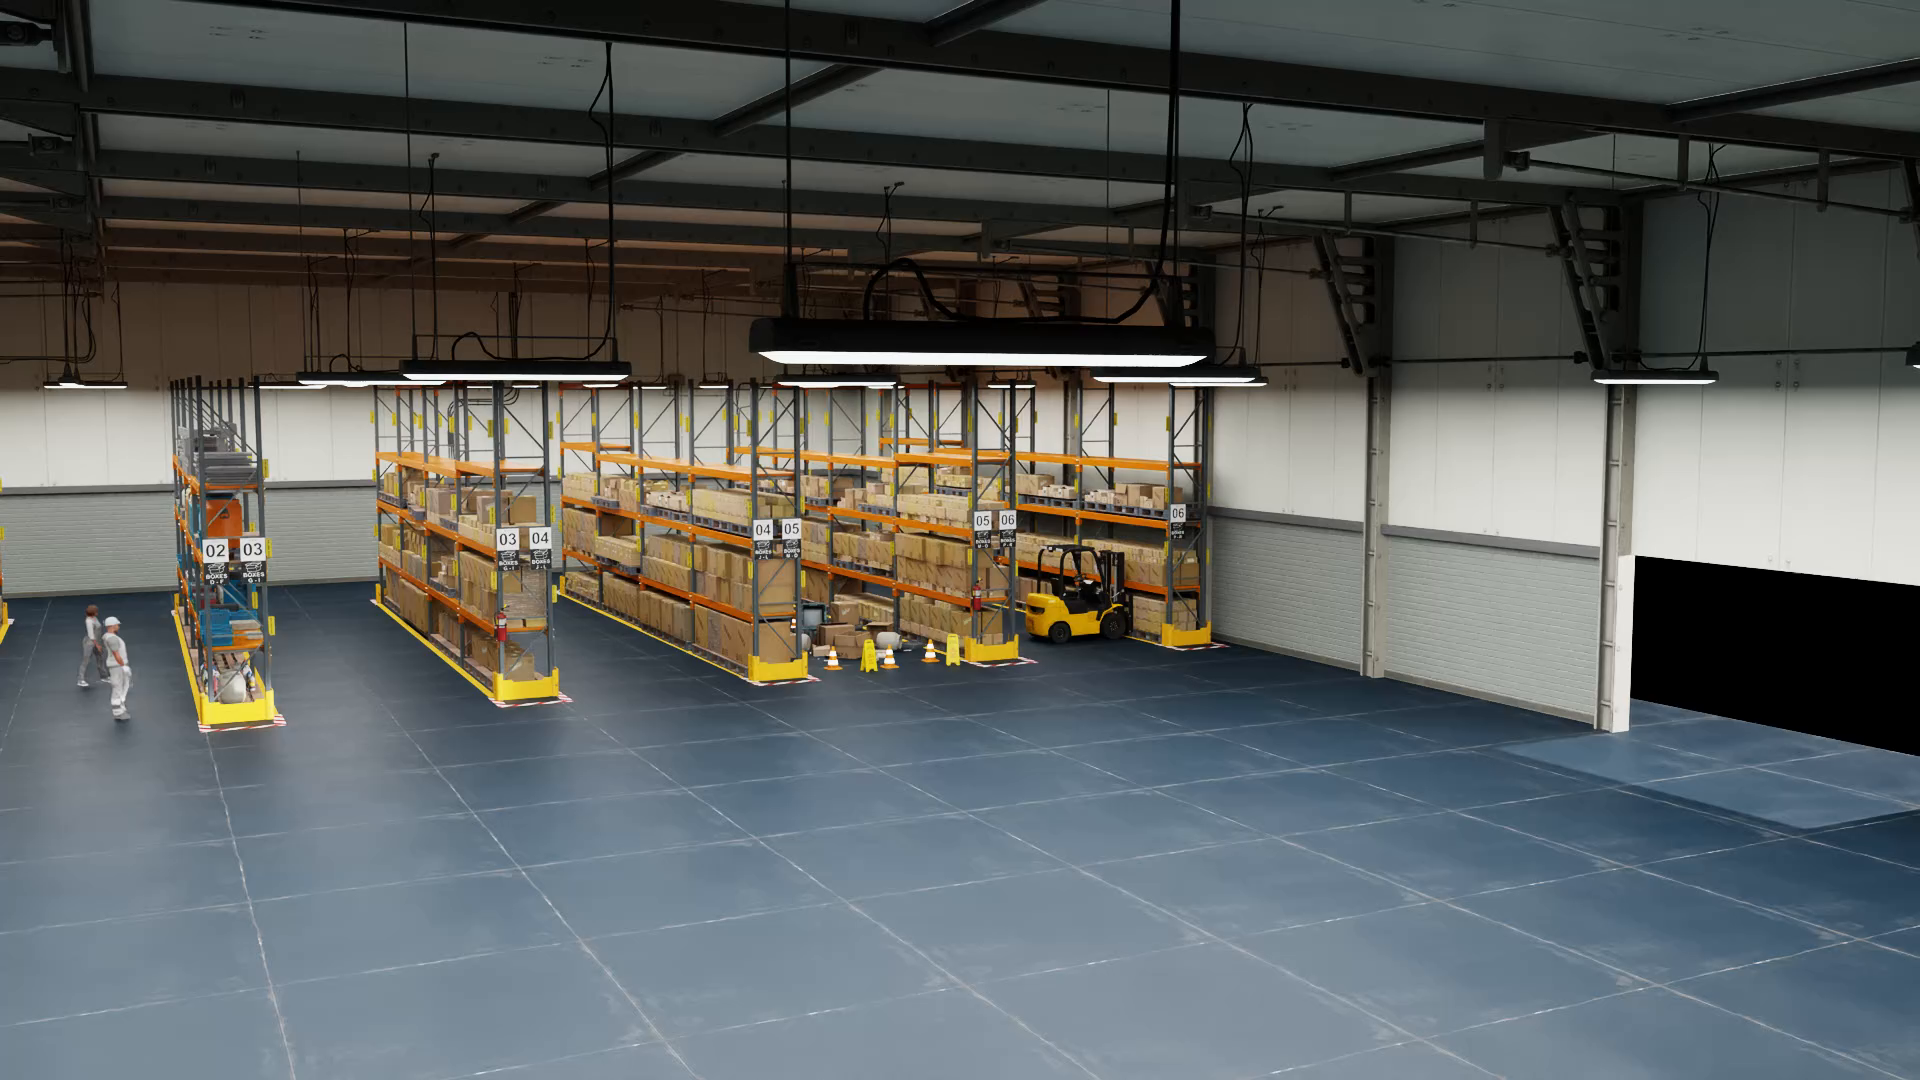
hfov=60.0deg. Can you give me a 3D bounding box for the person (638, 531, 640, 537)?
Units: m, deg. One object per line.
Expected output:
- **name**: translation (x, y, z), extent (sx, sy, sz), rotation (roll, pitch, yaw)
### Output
- **person**: translation (-9.310, 0.597, 48.095), extent (0.380, 1.764, 0.556), rotation (-3, 6, -30)

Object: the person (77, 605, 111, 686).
- **person**: translation (-16.953, 2.068, 32.552), extent (0.566, 1.564, 0.602), rotation (0, 5, -4)

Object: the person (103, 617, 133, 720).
- **person**: translation (-14.741, 2.253, 29.171), extent (0.544, 1.834, 0.633), rotation (-1, 5, -10)
